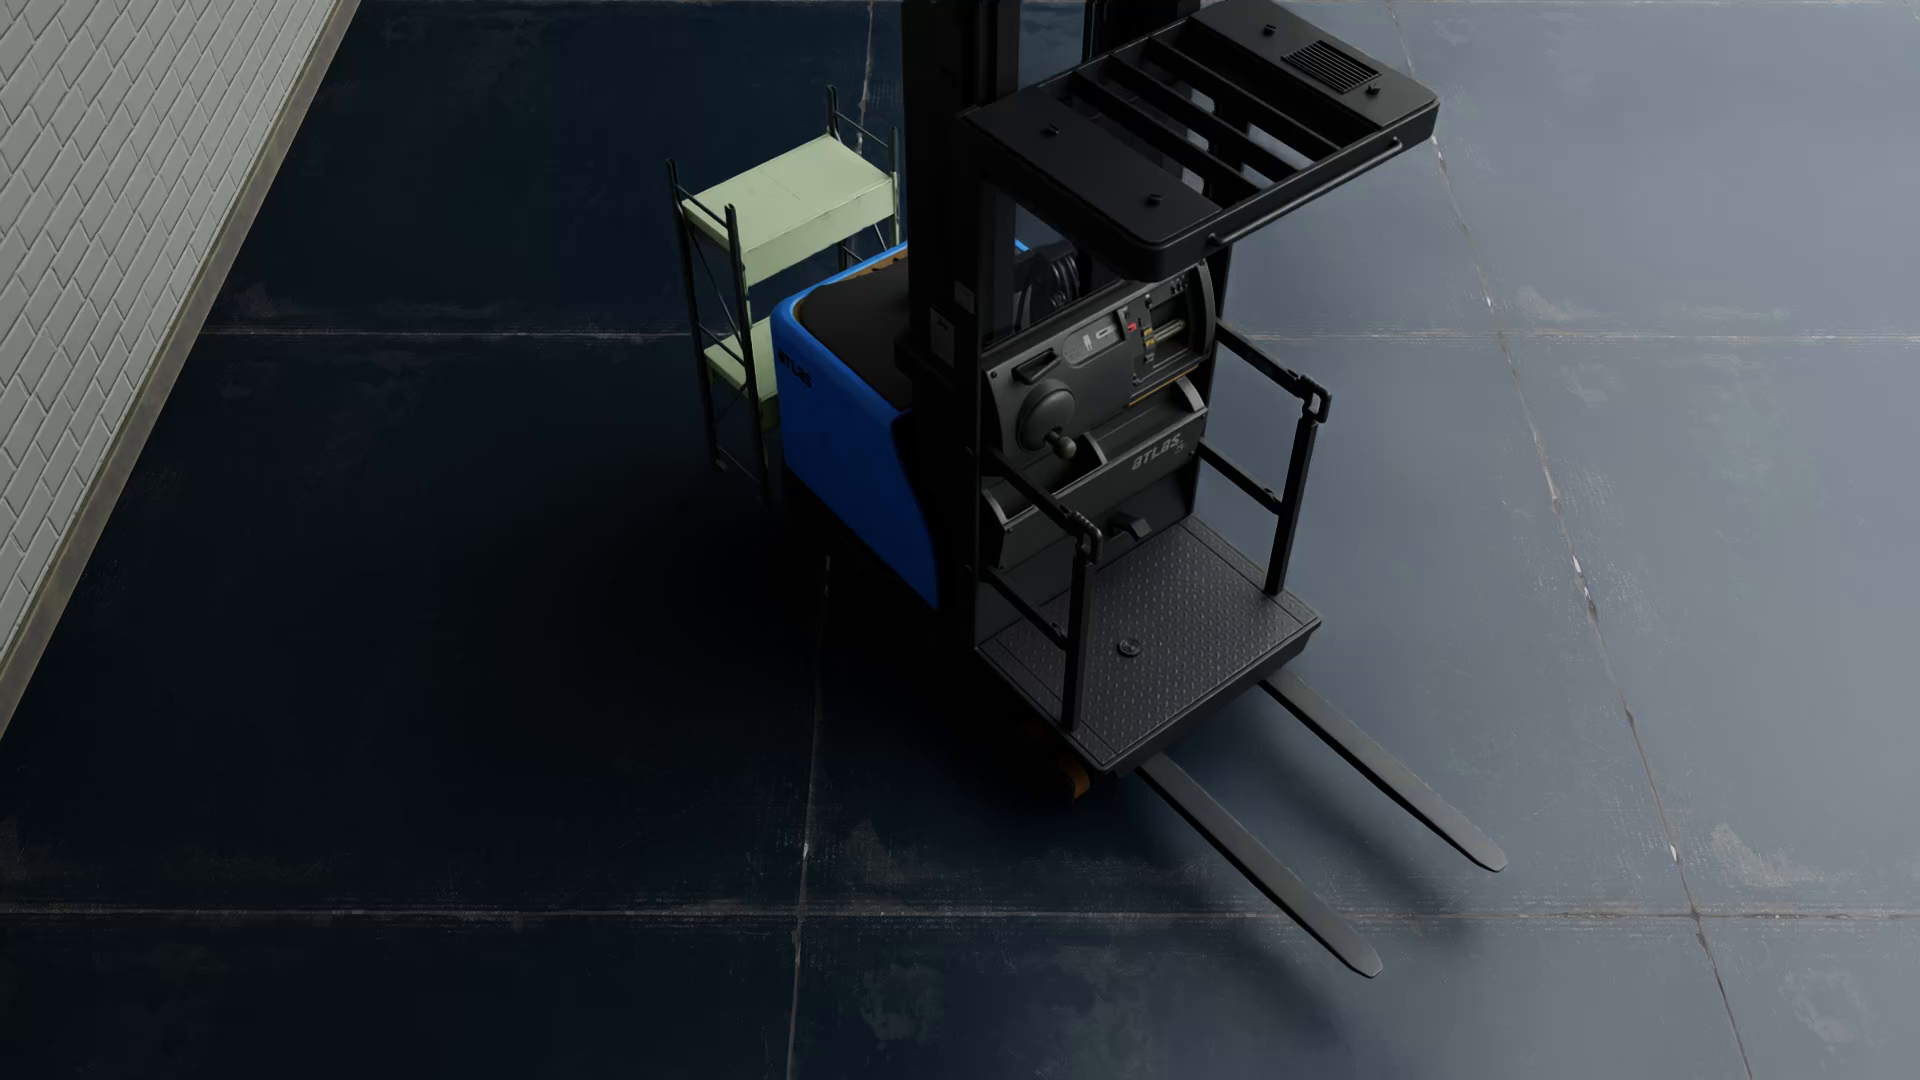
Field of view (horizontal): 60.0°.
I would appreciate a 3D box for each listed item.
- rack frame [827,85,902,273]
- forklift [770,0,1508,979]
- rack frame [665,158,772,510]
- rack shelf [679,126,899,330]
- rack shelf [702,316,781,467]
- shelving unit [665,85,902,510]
[{"bbox_3d":[-0.366,-1.100,6.749,0.023,1.500,0.400,-32,55,-27],"label":"rack frame"},{"bbox_3d":[0.596,-0.499,5.212,1.130,2.935,3.031,-30,54,-25],"label":"forklift"},{"bbox_3d":[-0.919,-0.749,6.422,0.023,1.500,0.400,-32,55,-27],"label":"rack frame"},{"bbox_3d":[-0.643,-1.191,6.300,0.720,0.370,0.431,-32,55,-27],"label":"rack shelf"},{"bbox_3d":[-0.642,-0.702,6.824,0.720,0.370,0.431,-32,55,-27],"label":"rack shelf"},{"bbox_3d":[-0.643,-0.925,6.586,0.755,1.500,0.431,-32,55,-27],"label":"shelving unit"}]
